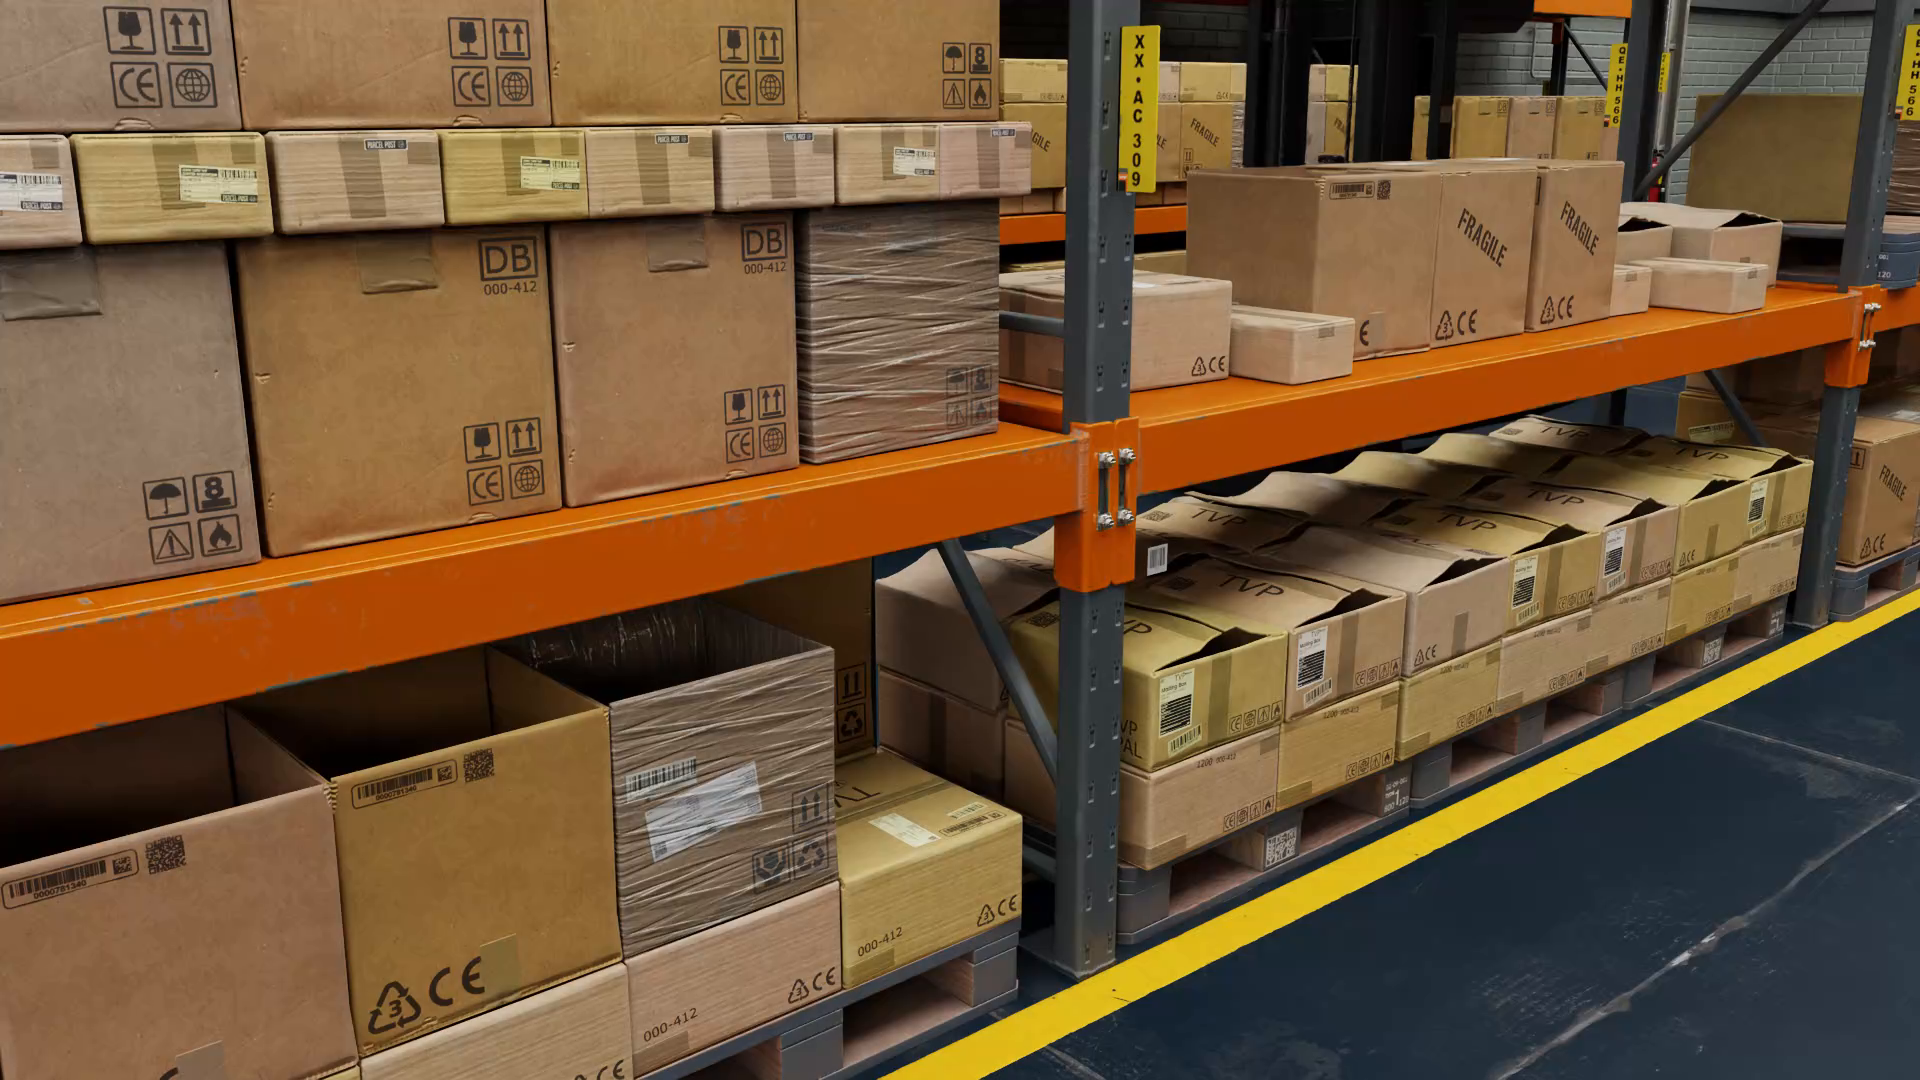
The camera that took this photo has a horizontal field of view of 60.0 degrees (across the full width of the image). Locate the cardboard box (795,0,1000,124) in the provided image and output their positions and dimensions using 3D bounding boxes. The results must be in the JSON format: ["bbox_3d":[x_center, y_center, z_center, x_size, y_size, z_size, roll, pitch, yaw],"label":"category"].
[{"bbox_3d":[-0.334,-1.122,3.431,0.500,0.500,0.700,-13,19,-39],"label":"cardboard box"}]

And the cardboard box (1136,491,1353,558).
[{"bbox_3d":[0.881,0.033,5.241,0.500,0.311,0.500,-13,20,-40],"label":"cardboard box"}]

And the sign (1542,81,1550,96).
[{"bbox_3d":[5.435,-4.086,15.402,0.005,0.325,0.100,-13,19,-39],"label":"sign"}]

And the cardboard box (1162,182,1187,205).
[{"bbox_3d":[1.310,-2.326,11.093,0.250,0.149,0.380,-13,19,-39],"label":"cardboard box"}]

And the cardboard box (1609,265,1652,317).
[{"bbox_3d":[2.089,-0.853,5.617,0.250,0.149,0.380,-11,18,-35],"label":"cardboard box"}]

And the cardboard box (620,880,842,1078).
[{"bbox_3d":[-0.593,0.806,3.435,0.500,0.250,0.500,-13,19,-39],"label":"cardboard box"}]

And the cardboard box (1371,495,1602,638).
[{"bbox_3d":[1.631,0.049,5.182,0.500,0.311,0.500,-12,19,-38],"label":"cardboard box"}]

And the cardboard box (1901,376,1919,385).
[{"bbox_3d":[4.709,-0.491,7.766,0.500,0.500,0.500,-14,20,-41],"label":"cardboard box"}]

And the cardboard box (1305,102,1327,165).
[{"bbox_3d":[2.216,-2.829,11.718,0.500,0.500,0.500,-12,19,-39],"label":"cardboard box"}]

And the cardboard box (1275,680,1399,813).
[{"bbox_3d":[0.850,0.496,4.596,0.500,0.250,0.500,-12,19,-38],"label":"cardboard box"}]

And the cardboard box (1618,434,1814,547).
[{"bbox_3d":[2.781,-0.210,6.151,0.500,0.311,0.500,-12,19,-38],"label":"cardboard box"}]

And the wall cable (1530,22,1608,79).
[{"bbox_3d":[6.140,-4.412,16.486,1.851,1.984,0.084,-13,19,-39],"label":"wall cable"}]

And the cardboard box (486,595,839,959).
[{"bbox_3d":[-0.594,0.443,3.339,0.500,0.500,0.500,-13,19,-39],"label":"cardboard box"}]

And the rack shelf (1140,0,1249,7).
[{"bbox_3d":[1.269,-3.605,11.016,4.000,0.370,1.077,-13,19,-39],"label":"rack shelf"}]

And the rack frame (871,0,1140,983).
[{"bbox_3d":[-0.003,-0.523,3.897,0.127,3.000,1.000,-13,19,-39],"label":"rack frame"}]

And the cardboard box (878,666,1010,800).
[{"bbox_3d":[0.120,0.475,4.672,0.500,0.250,0.500,-13,20,-40],"label":"cardboard box"}]

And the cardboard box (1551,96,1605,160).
[{"bbox_3d":[4.875,-3.451,14.277,0.700,0.700,0.980,-13,20,-40],"label":"cardboard box"}]

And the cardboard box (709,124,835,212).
[{"bbox_3d":[-0.451,-0.711,3.149,0.250,0.149,0.380,-13,20,-41],"label":"cardboard box"}]

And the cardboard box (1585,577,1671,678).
[{"bbox_3d":[2.010,0.234,5.577,0.500,0.250,0.500,-12,19,-38],"label":"cardboard box"}]

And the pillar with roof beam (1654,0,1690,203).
[{"bbox_3d":[10.090,-6.206,13.547,0.400,9.000,9.100,-13,19,-39],"label":"pillar with roof beam"}]

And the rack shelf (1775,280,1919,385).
[{"bbox_3d":[4.523,-1.192,7.795,4.000,0.370,1.077,-13,19,-39],"label":"rack shelf"}]

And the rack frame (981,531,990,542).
[{"bbox_3d":[0.058,-0.593,7.644,0.006,1.200,0.240,-13,19,-39],"label":"rack frame"}]

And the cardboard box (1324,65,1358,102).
[{"bbox_3d":[2.593,-3.278,11.946,0.500,0.250,0.500,-12,19,-38],"label":"cardboard box"}]

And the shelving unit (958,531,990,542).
[{"bbox_3d":[-0.011,-0.577,7.586,0.189,1.200,0.258,-13,19,-39],"label":"shelving unit"}]

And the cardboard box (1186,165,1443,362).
[{"bbox_3d":[0.984,-0.788,4.694,0.500,0.500,0.500,-11,18,-35],"label":"cardboard box"}]

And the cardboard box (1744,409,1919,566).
[{"bbox_3d":[3.545,-0.227,6.780,0.500,0.500,0.500,-12,19,-37],"label":"cardboard box"}]

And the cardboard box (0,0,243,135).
[{"bbox_3d":[-1.469,-0.867,2.476,0.500,0.500,0.700,-13,19,-39],"label":"cardboard box"}]

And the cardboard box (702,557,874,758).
[{"bbox_3d":[-0.558,0.257,4.035,0.500,0.500,0.500,-13,19,-39],"label":"cardboard box"}]

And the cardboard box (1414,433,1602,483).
[{"bbox_3d":[2.036,-0.224,6.205,0.500,0.311,0.500,-13,20,-41],"label":"cardboard box"}]

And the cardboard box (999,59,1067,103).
[{"bbox_3d":[0.293,-2.760,10.010,0.500,0.250,0.500,-12,19,-38],"label":"cardboard box"}]

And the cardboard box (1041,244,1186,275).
[{"bbox_3d":[1.066,-1.575,11.187,0.750,0.750,0.750,-13,20,-40],"label":"cardboard box"}]

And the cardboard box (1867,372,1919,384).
[{"bbox_3d":[4.348,-0.588,8.129,0.500,0.500,0.500,-14,20,-41],"label":"cardboard box"}]

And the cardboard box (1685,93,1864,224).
[{"bbox_3d":[3.416,-1.581,6.849,0.700,0.500,0.500,8,17,28],"label":"cardboard box"}]

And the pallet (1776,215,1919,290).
[{"bbox_3d":[3.480,-1.237,6.940,1.003,0.211,1.213,-13,19,-39],"label":"pallet"}]

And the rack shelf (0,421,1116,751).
[{"bbox_3d":[-1.512,0.163,2.722,4.000,0.370,1.077,-13,19,-39],"label":"rack shelf"}]

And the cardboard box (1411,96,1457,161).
[{"bbox_3d":[3.197,-3.076,12.872,0.700,0.700,0.980,-12,19,-39],"label":"cardboard box"}]

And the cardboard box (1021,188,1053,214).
[{"bbox_3d":[0.356,-2.105,10.265,0.250,0.149,0.380,-12,19,-39],"label":"cardboard box"}]

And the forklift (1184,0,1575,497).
[{"bbox_3d":[2.321,-1.871,9.074,3.031,2.935,1.130,-11,19,-37],"label":"forklift"}]

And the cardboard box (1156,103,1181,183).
[{"bbox_3d":[1.071,-2.570,10.749,0.500,0.500,0.500,-13,20,-40],"label":"cardboard box"}]

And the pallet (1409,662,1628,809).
[{"bbox_3d":[1.448,0.484,5.531,1.213,0.211,1.003,-13,19,-39],"label":"pallet"}]

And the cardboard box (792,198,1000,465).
[{"bbox_3d":[-0.334,-0.495,3.598,0.500,0.500,0.700,-13,20,-41],"label":"cardboard box"}]

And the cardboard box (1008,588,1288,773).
[{"bbox_3d":[0.472,0.310,4.206,0.500,0.311,0.500,-13,19,-39],"label":"cardboard box"}]

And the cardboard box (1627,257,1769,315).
[{"bbox_3d":[2.517,-0.874,5.695,0.250,0.149,0.380,-13,19,-39],"label":"cardboard box"}]

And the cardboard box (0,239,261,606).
[{"bbox_3d":[-1.494,-0.234,2.618,0.500,0.500,0.700,-12,19,-38],"label":"cardboard box"}]

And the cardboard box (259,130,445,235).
[{"bbox_3d":[-1.026,-0.583,2.668,0.250,0.149,0.380,-12,19,-38],"label":"cardboard box"}]
